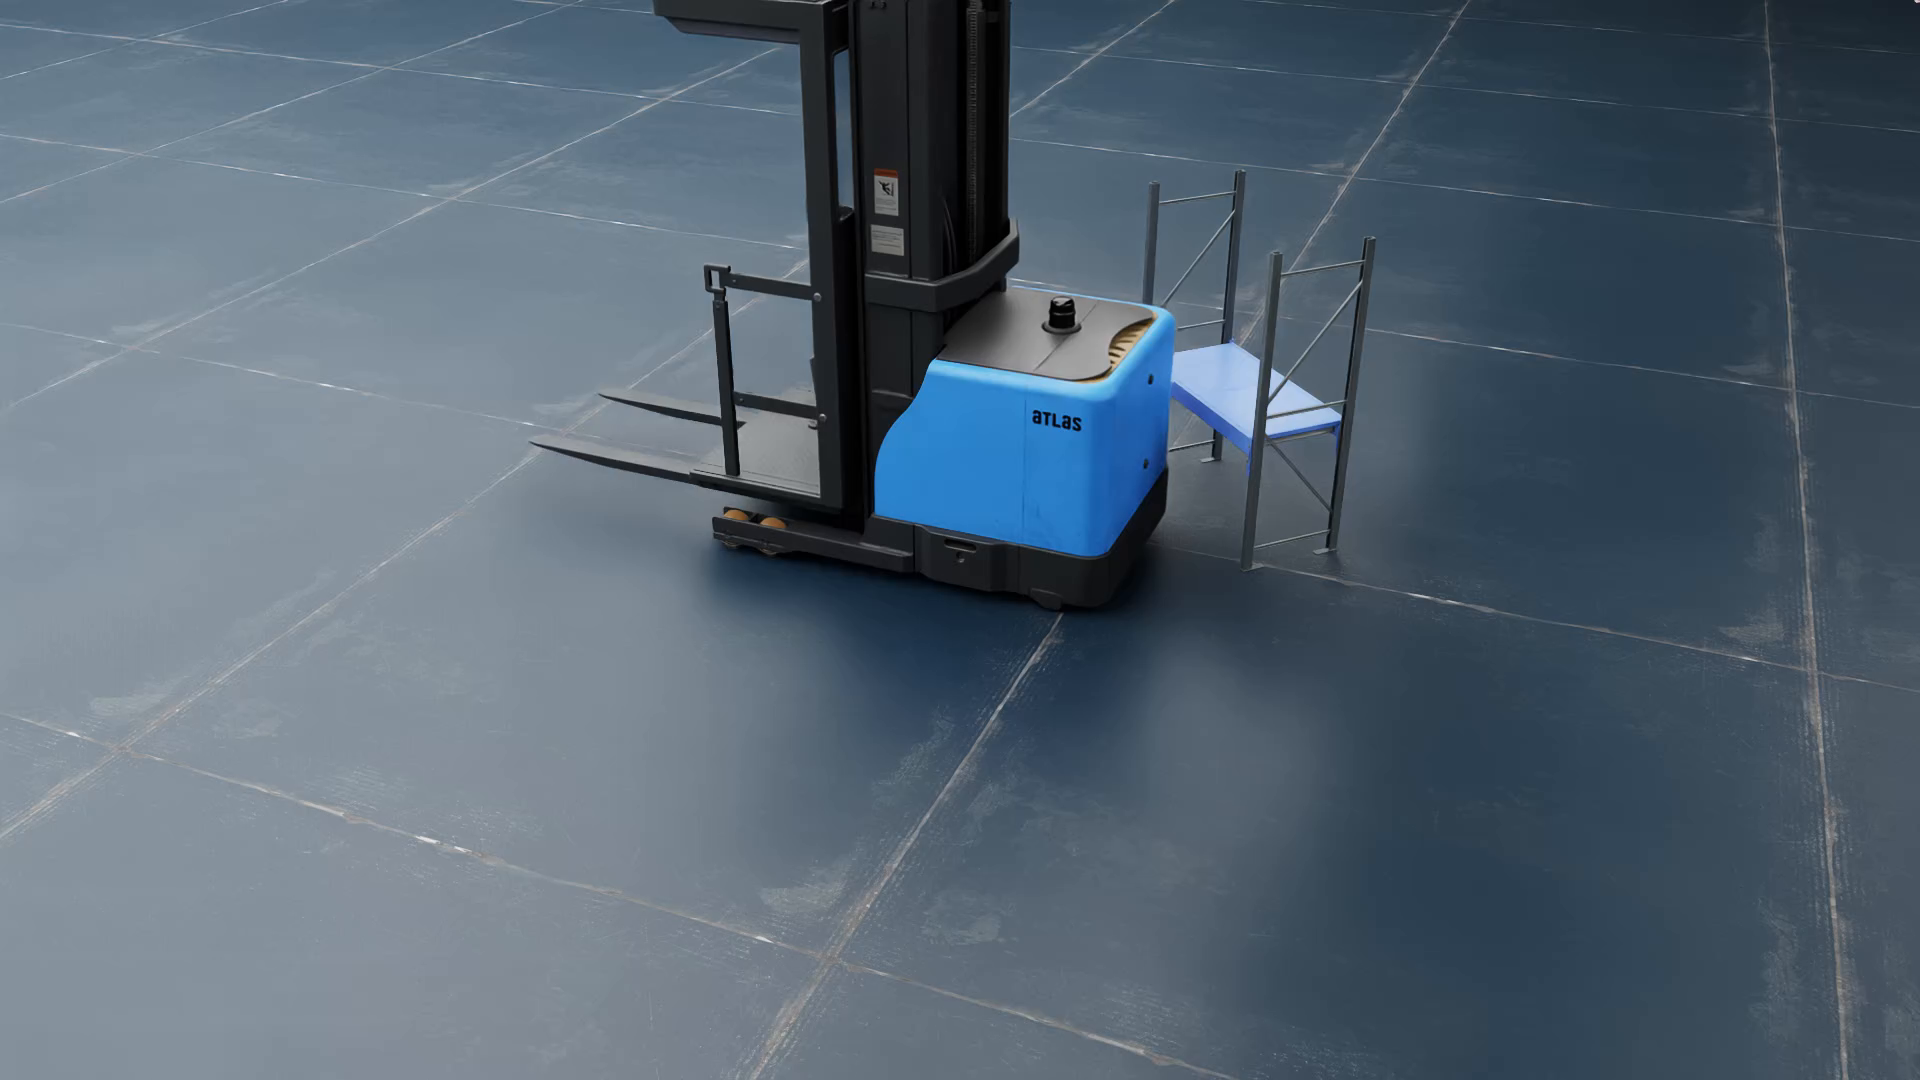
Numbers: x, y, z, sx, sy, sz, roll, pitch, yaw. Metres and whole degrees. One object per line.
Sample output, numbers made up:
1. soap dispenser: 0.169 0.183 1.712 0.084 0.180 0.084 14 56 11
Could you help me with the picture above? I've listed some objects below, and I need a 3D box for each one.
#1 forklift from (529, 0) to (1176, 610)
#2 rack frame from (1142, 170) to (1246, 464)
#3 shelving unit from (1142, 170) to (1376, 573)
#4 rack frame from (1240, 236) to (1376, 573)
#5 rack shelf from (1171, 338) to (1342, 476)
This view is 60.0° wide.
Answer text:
1. forklift: -0.595 -1.435 7.309 3.031 2.935 1.130 12 31 20
2. rack frame: 1.096 -1.021 8.031 0.500 1.500 0.032 -12 32 -20
3. shelving unit: 1.298 -0.791 7.625 0.538 1.500 1.048 -12 32 -20
4. rack frame: 1.499 -0.561 7.219 0.500 1.500 0.032 -12 32 -20
5. rack shelf: 1.298 -0.634 7.714 0.538 0.185 1.000 -12 32 -20
